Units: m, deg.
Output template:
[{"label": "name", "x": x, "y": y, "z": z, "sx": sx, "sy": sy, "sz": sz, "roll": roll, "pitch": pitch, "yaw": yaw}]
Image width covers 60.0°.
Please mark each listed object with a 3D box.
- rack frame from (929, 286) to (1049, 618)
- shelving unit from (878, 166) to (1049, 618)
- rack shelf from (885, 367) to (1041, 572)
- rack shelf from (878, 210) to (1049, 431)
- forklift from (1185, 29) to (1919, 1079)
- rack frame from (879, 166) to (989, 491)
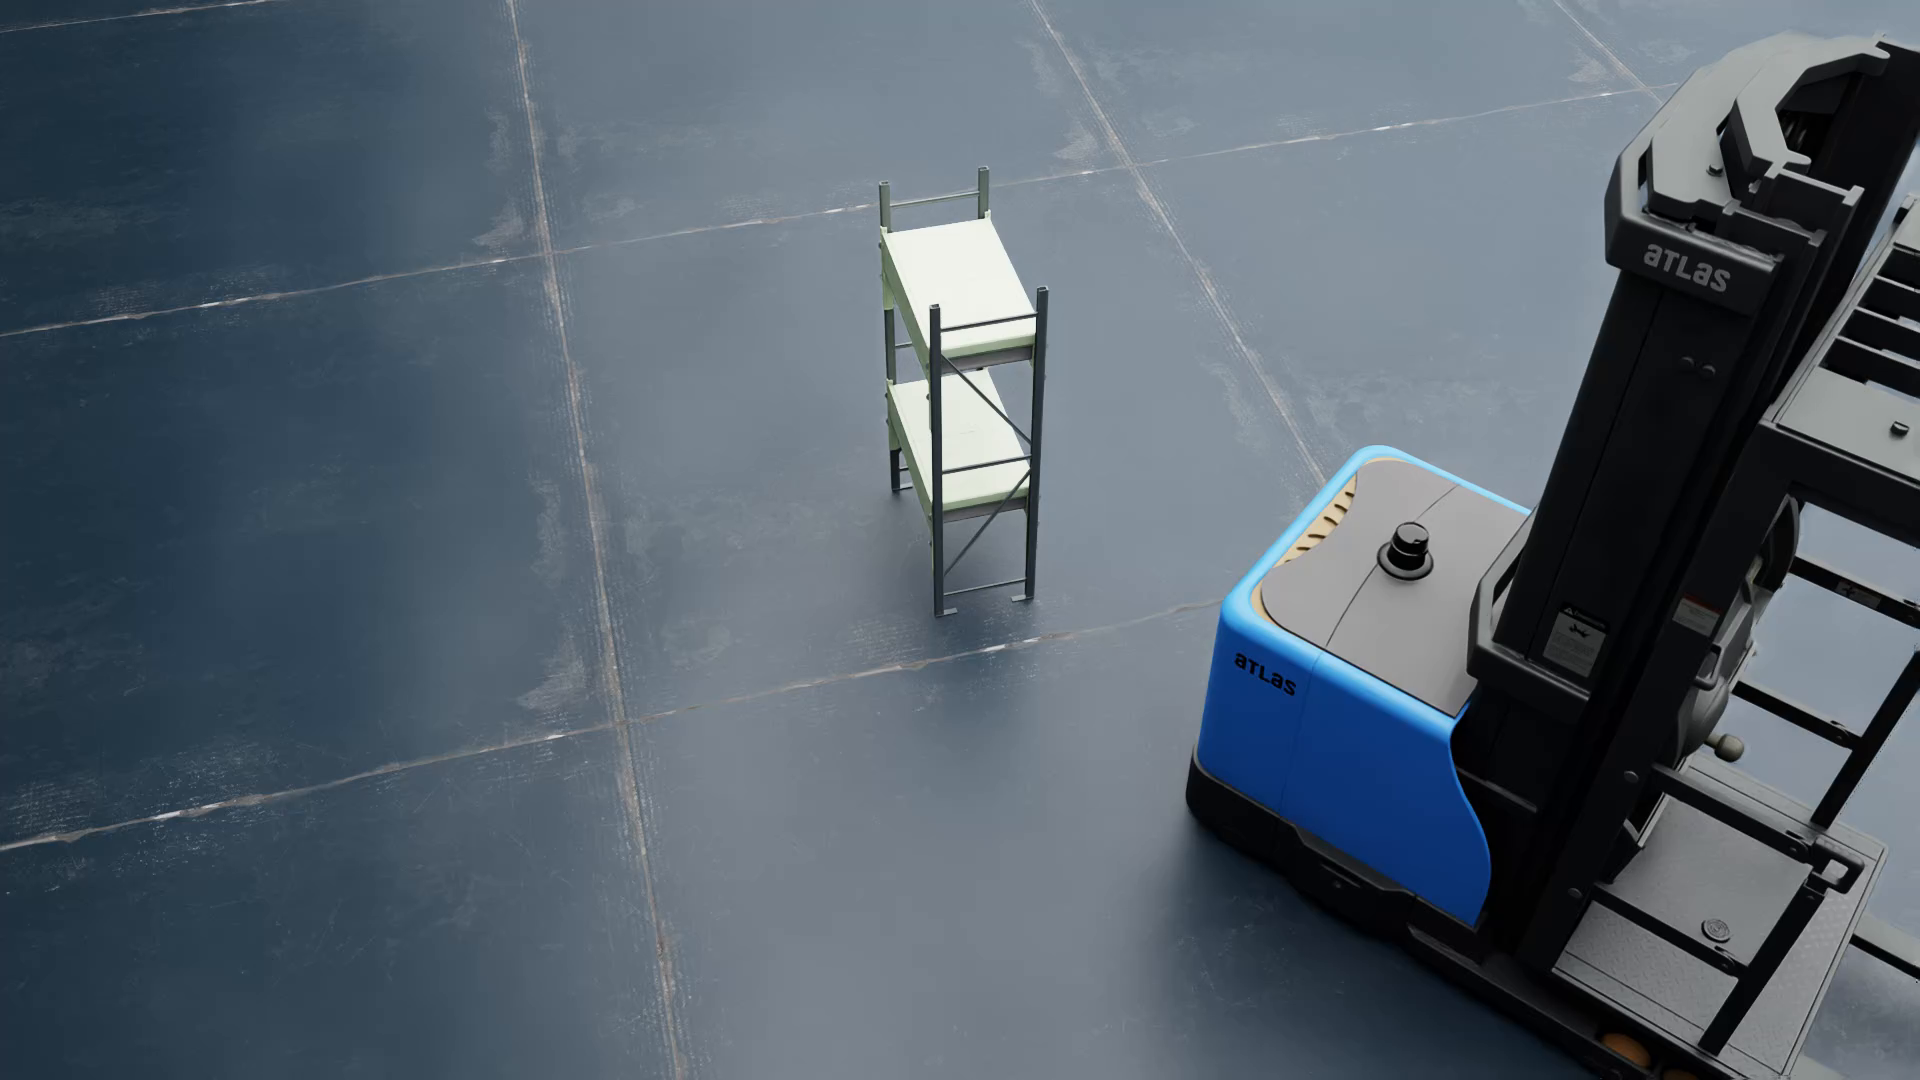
[{"label": "rack frame", "x": 0.095, "y": -0.268, "z": 5.962, "sx": 0.400, "sy": 1.500, "sz": 0.023, "roll": -11, "pitch": 47, "yaw": -10}, {"label": "shelving unit", "x": 0.002, "y": -0.520, "z": 6.210, "sx": 0.431, "sy": 1.500, "sz": 0.755, "roll": -11, "pitch": 47, "yaw": -10}, {"label": "rack shelf", "x": 0.002, "y": -0.292, "z": 6.443, "sx": 0.431, "sy": 0.370, "sz": 0.720, "roll": -11, "pitch": 47, "yaw": -10}, {"label": "rack shelf", "x": 0.002, "y": -0.793, "z": 5.931, "sx": 0.431, "sy": 0.370, "sz": 0.720, "roll": -11, "pitch": 47, "yaw": -10}, {"label": "forklift", "x": 2.259, "y": 0.298, "z": 4.406, "sx": 3.031, "sy": 2.935, "sz": 1.130, "roll": 29, "pitch": 52, "yaw": 25}, {"label": "rack frame", "x": -0.092, "y": -0.773, "z": 6.457, "sx": 0.400, "sy": 1.500, "sz": 0.023, "roll": -11, "pitch": 47, "yaw": -10}]
